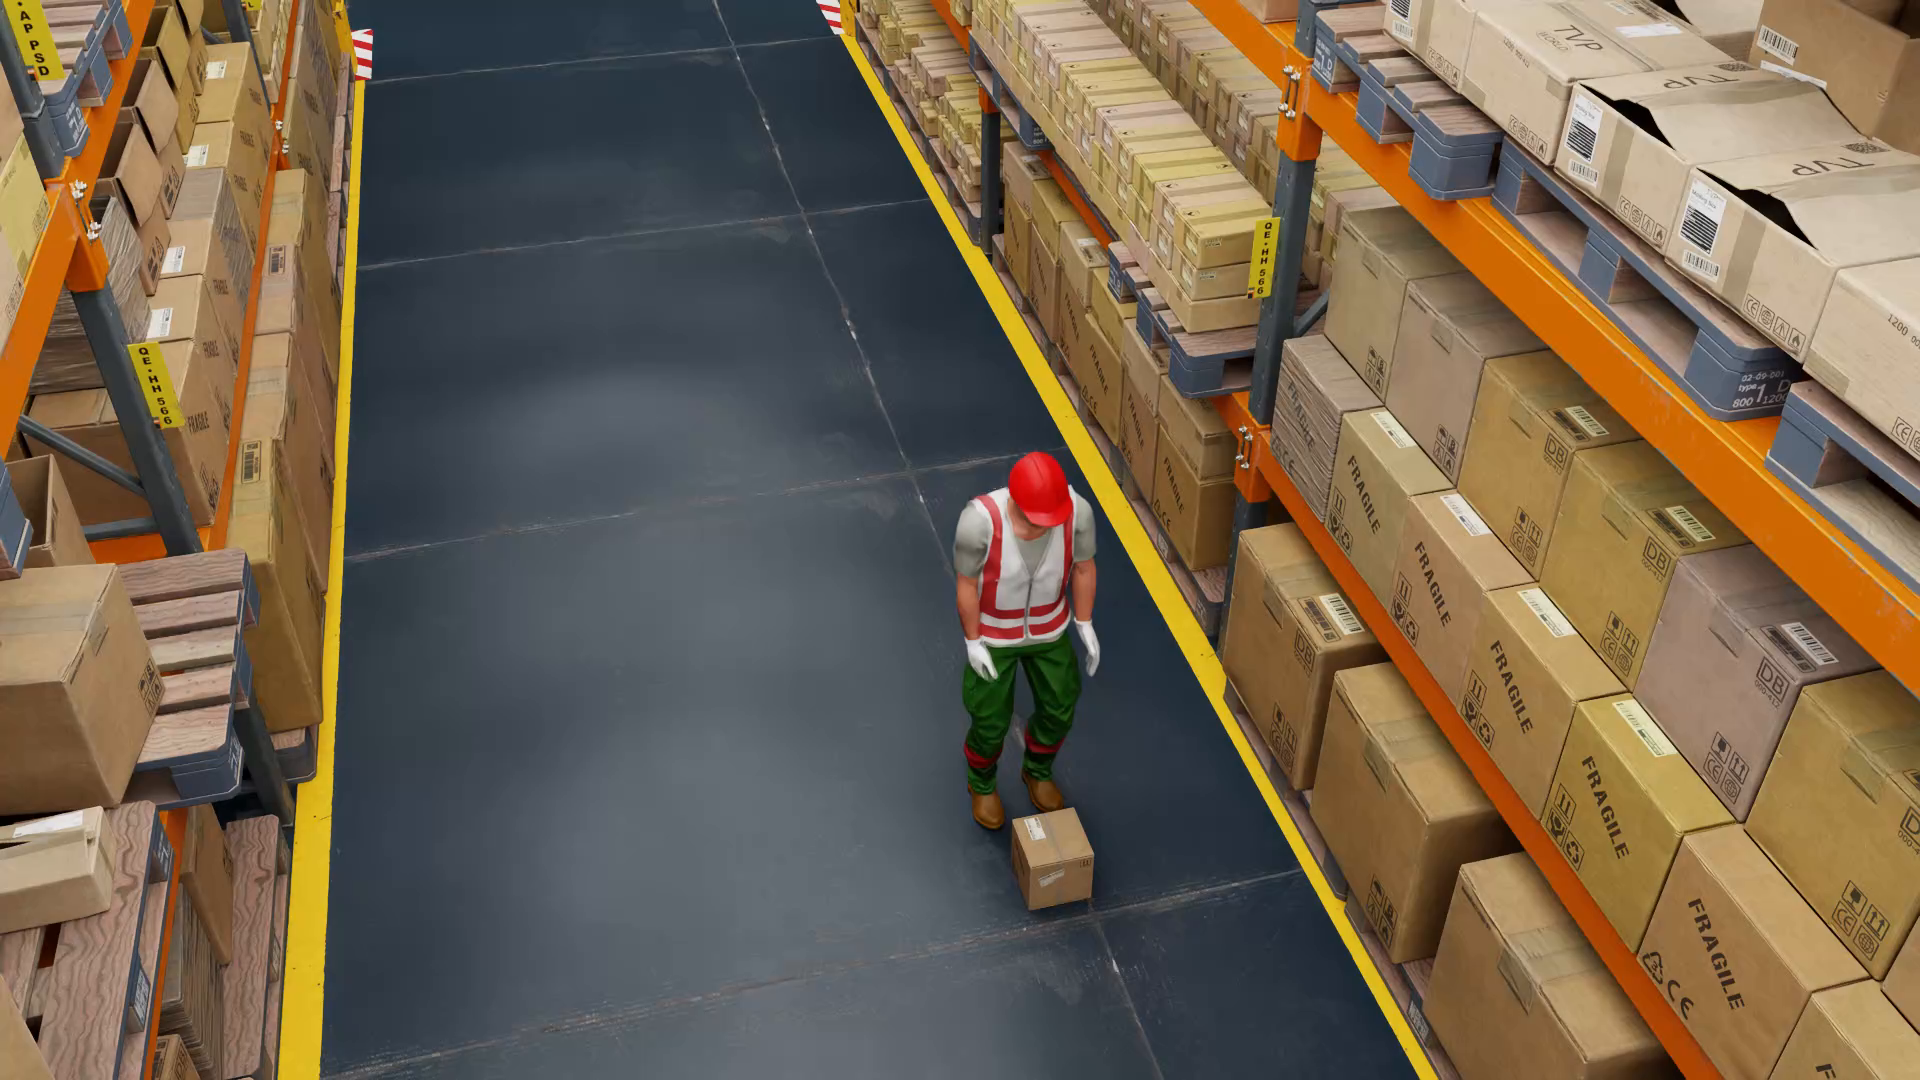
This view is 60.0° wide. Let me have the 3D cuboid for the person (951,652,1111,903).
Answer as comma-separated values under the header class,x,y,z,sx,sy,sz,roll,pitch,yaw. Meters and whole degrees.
class,x,y,z,sx,sy,sz,roll,pitch,yaw
person,0.278,0.817,6.446,0.554,0.881,0.894,-10,39,-13
